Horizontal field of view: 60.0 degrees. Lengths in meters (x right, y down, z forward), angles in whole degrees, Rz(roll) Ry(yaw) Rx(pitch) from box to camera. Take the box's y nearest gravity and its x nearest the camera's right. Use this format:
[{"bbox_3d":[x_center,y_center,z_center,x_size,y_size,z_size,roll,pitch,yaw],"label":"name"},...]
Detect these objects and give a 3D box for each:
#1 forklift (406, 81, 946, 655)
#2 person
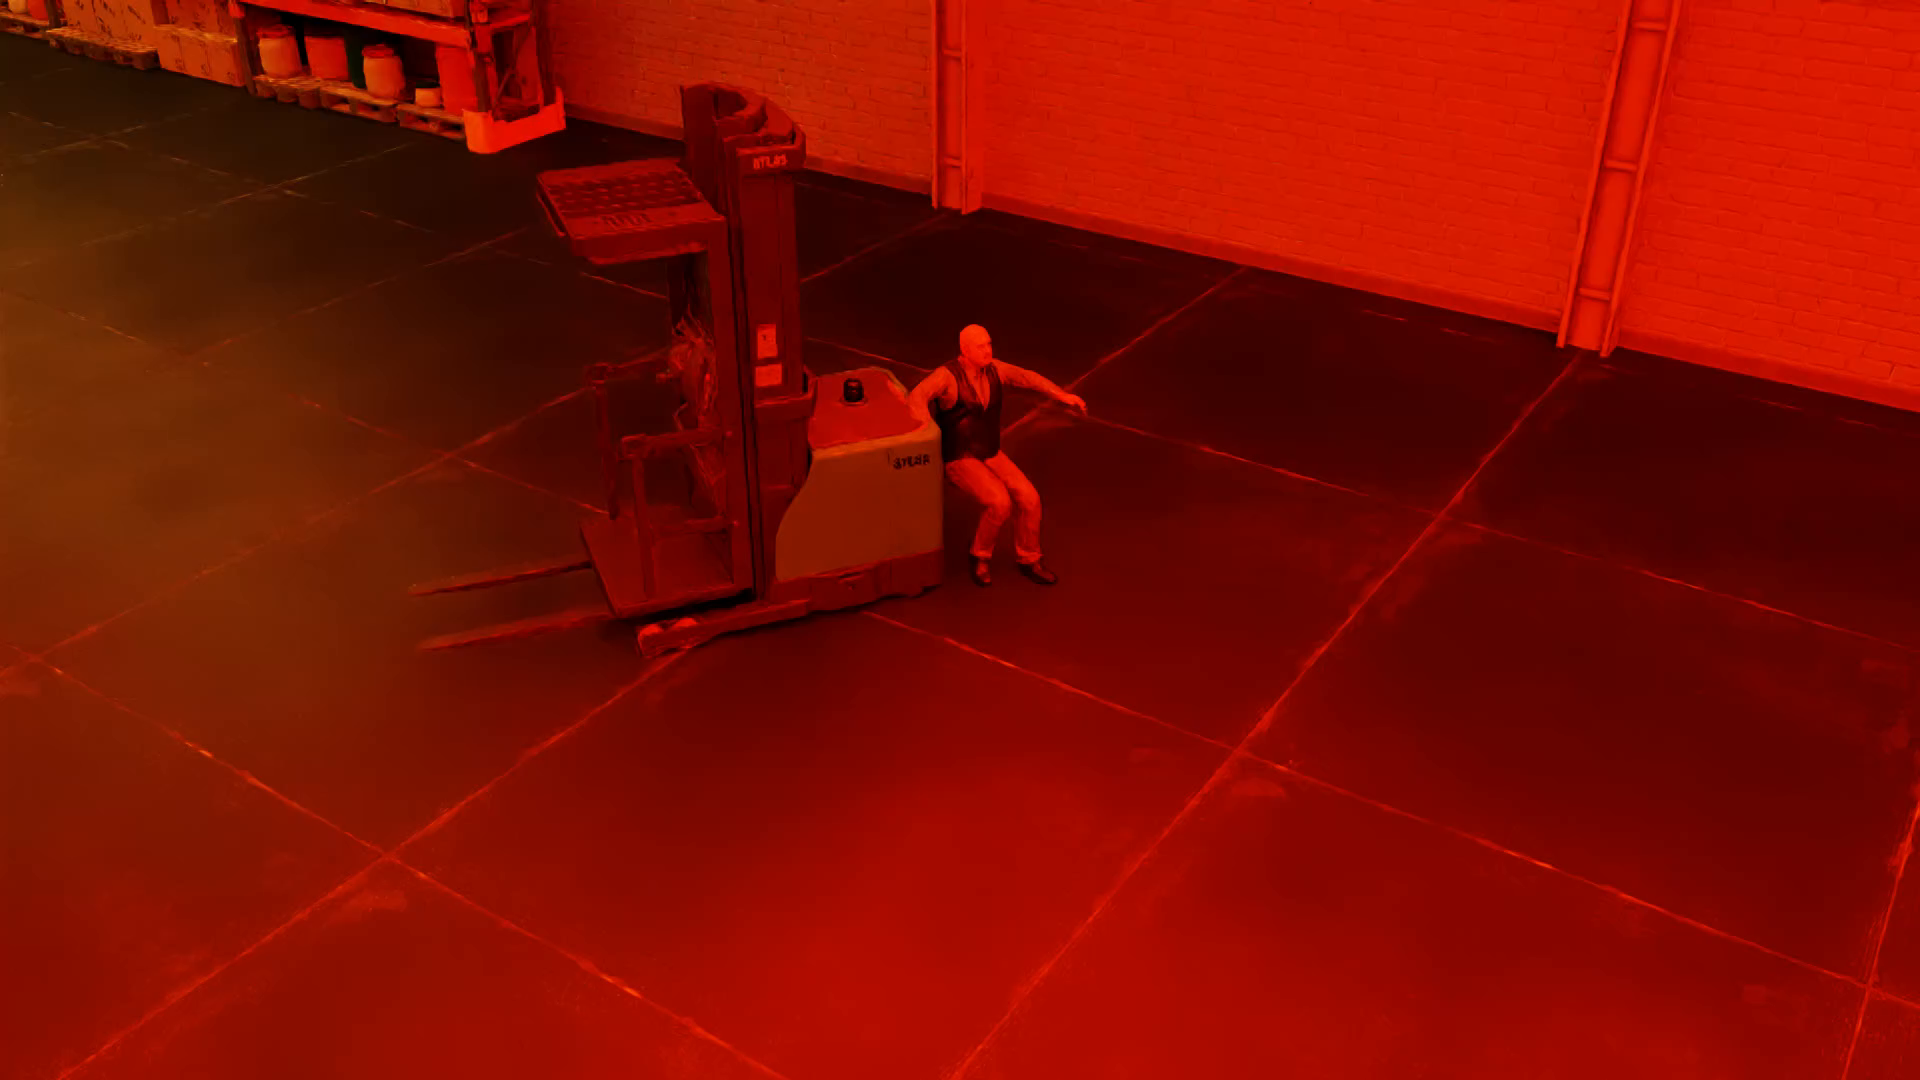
[{"bbox_3d":[-1.656,-0.919,9.164,3.031,2.935,1.130,-11,32,-19],"label":"forklift"},{"bbox_3d":[0.212,-0.486,9.856,0.865,1.495,1.057,25,38,36],"label":"person"}]
